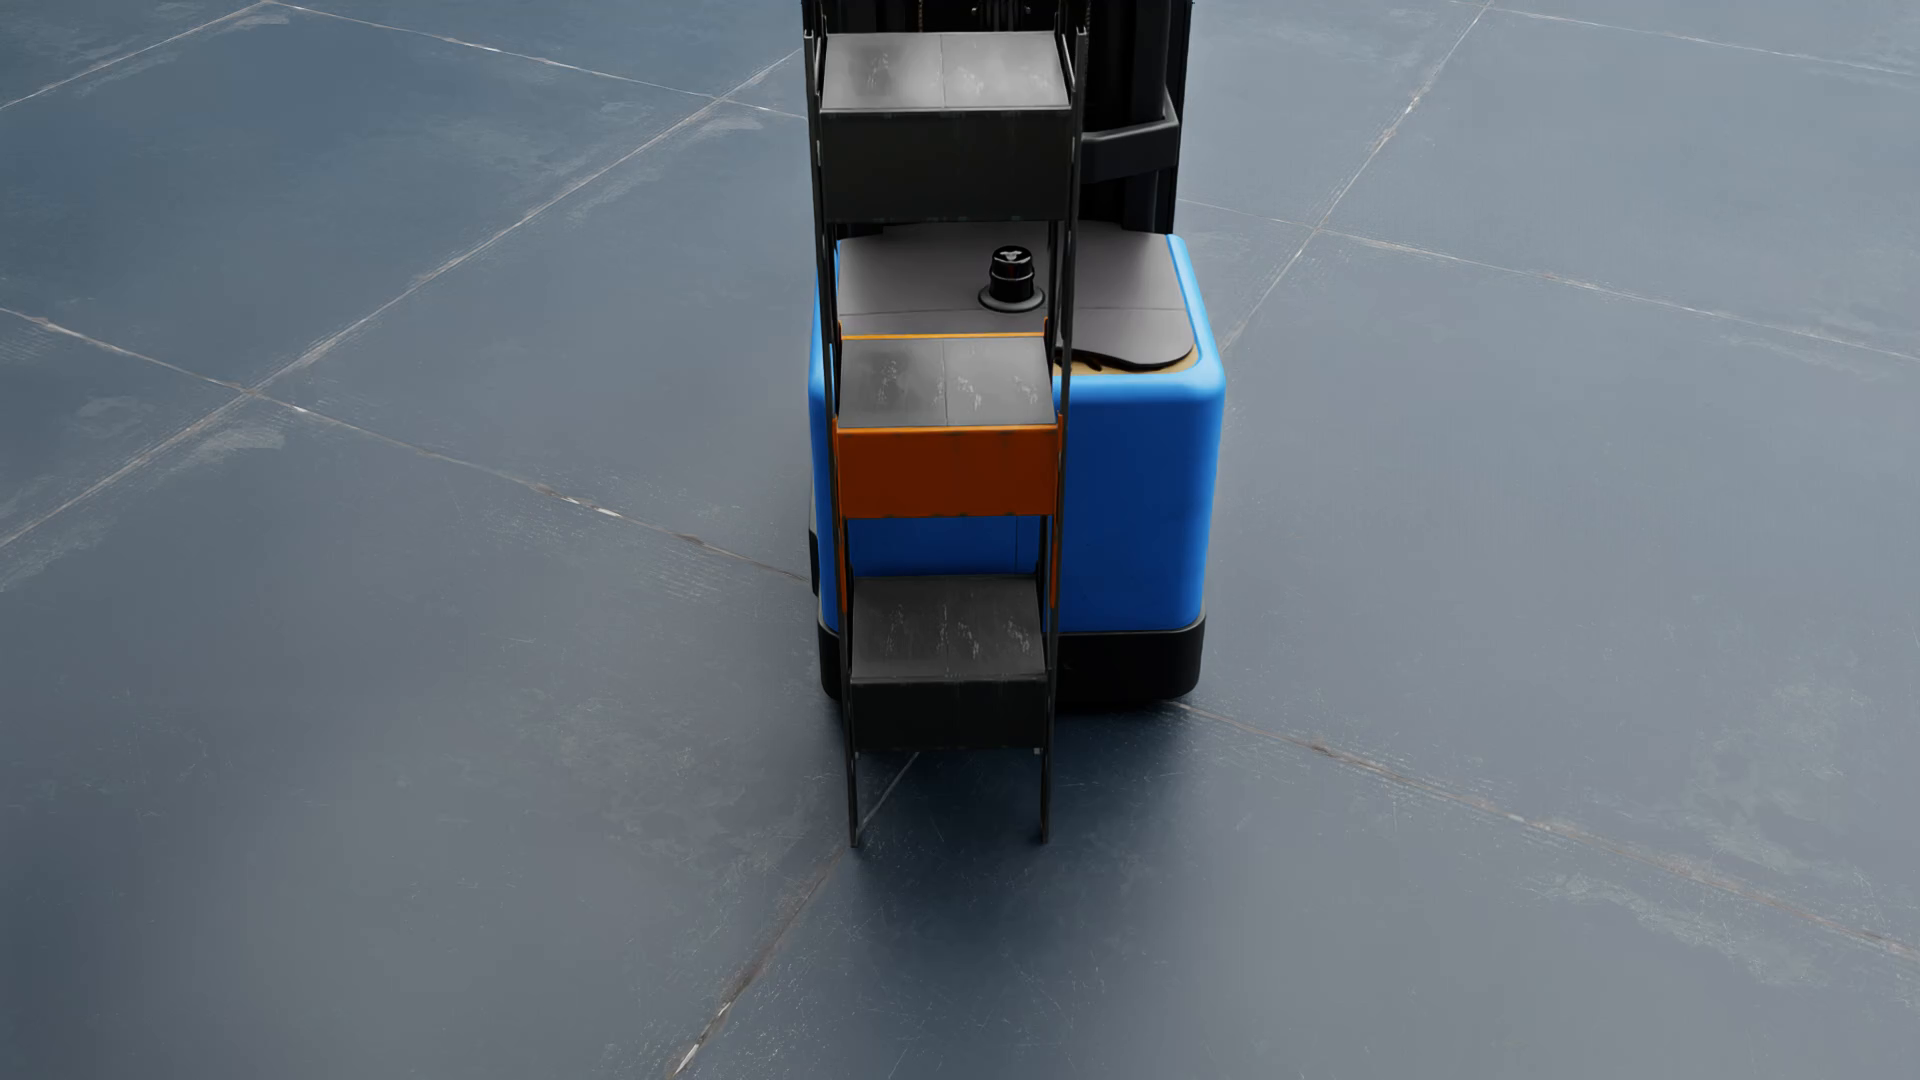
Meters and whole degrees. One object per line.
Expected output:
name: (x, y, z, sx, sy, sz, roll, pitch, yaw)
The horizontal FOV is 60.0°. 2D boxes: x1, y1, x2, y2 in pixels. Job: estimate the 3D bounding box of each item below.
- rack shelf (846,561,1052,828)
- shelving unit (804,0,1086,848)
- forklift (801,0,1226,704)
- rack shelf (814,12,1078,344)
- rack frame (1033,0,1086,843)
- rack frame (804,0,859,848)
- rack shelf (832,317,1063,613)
rack shelf: (-0.032, 0.388, 4.183, 0.480, 0.518, 0.431, -1, 37, -2)
shelving unit: (-0.032, -0.181, 3.751, 0.503, 2.100, 0.431, -1, 37, -2)
forklift: (0.094, -1.580, 4.907, 1.130, 2.935, 3.031, -1, 37, -2)
rack shelf: (-0.032, -0.727, 3.336, 0.480, 0.518, 0.431, -1, 37, -2)
rack frame: (0.212, -0.186, 3.758, 0.015, 2.100, 0.400, -1, 37, -2)
rack frame: (-0.276, -0.176, 3.745, 0.015, 2.100, 0.400, -1, 37, -2)
rack shelf: (-0.032, -0.170, 3.760, 0.480, 0.518, 0.431, -1, 37, -2)
